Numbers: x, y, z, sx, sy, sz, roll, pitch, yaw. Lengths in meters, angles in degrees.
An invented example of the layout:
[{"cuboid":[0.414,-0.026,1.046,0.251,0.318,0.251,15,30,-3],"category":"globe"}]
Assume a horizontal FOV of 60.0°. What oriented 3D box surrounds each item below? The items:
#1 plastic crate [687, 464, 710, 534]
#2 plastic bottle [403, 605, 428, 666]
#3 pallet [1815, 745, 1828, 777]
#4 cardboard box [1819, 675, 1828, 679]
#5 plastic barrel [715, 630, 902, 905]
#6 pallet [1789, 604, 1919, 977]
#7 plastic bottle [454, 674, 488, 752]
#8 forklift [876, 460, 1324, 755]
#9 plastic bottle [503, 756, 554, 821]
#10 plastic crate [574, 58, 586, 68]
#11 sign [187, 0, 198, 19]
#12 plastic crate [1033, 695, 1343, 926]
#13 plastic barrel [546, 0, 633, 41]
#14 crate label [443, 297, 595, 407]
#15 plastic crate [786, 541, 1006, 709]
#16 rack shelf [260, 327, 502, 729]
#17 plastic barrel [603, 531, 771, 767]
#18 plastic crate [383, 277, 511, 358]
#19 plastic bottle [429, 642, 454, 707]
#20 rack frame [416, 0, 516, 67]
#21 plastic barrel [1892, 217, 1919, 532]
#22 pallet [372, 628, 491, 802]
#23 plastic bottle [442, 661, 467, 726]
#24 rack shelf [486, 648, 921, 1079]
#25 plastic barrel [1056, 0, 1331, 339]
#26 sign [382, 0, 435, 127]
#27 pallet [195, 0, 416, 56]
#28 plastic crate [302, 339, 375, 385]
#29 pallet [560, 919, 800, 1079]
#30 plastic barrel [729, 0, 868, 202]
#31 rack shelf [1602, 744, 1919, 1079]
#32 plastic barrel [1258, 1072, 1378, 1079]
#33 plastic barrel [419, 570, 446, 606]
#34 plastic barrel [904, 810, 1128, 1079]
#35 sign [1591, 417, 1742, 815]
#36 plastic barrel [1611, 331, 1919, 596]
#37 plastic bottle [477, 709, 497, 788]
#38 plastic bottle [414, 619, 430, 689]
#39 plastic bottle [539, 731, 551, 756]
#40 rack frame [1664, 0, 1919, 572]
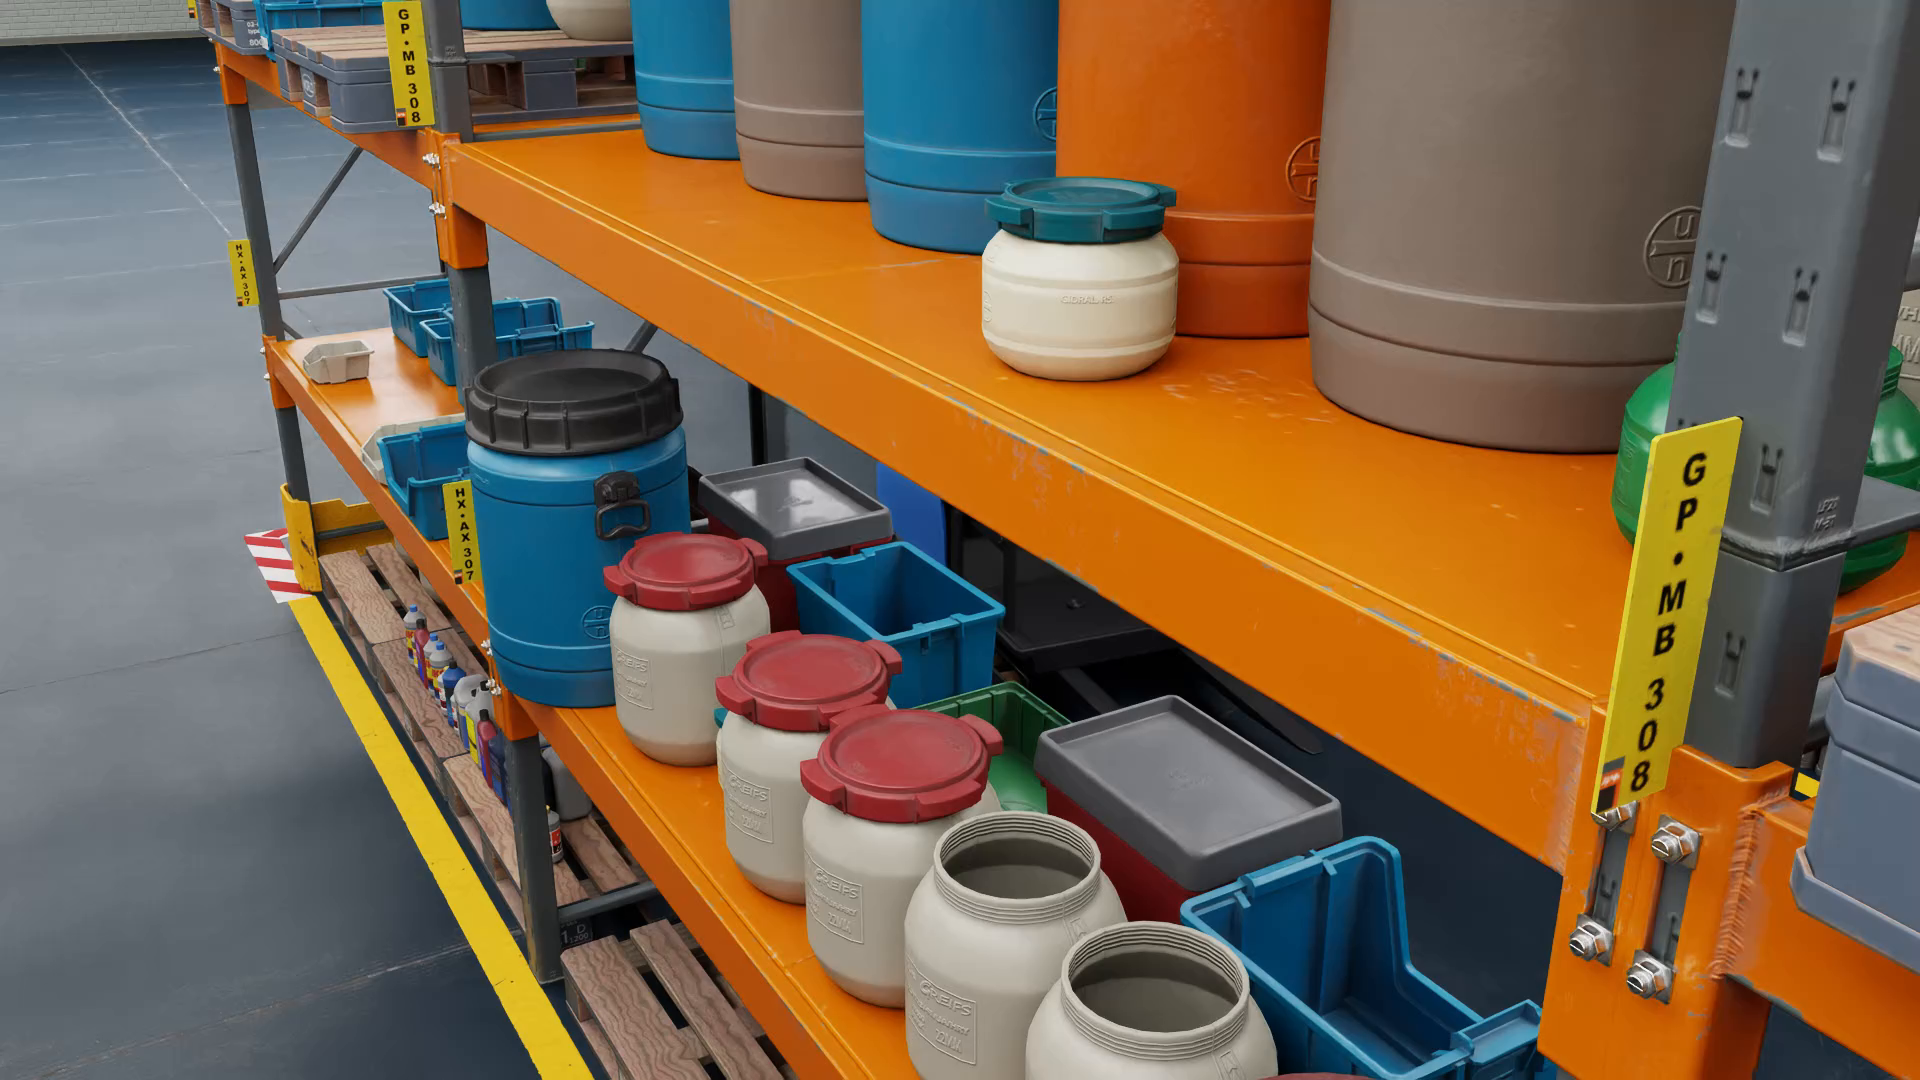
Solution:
[{"cuboid":[-1.171,-0.162,5.809,0.767,0.338,0.504,-13,25,-28],"category":"plastic crate"},{"cuboid":[-2.398,0.415,7.345,0.097,0.271,0.097,0,22,0],"category":"plastic bottle"},{"cuboid":[4.284,0.970,6.645,1.003,0.211,1.213,-13,25,-28],"category":"pallet"},{"cuboid":[3.767,0.642,6.842,0.500,0.250,0.500,-13,26,-30],"category":"cardboard box"},{"cuboid":[-0.338,0.530,3.844,0.433,0.535,0.433,0,22,0],"category":"plastic barrel"},{"cuboid":[1.337,0.262,0.950,1.003,0.211,1.213,-13,25,-28],"category":"pallet"},{"cuboid":[-1.933,0.688,6.668,0.152,0.276,0.135,-12,25,-27],"category":"plastic bottle"},{"cuboid":[0.573,-0.786,7.353,1.130,2.935,3.031,-9,24,-21],"category":"forklift"},{"cuboid":[-1.590,0.873,6.113,0.144,0.351,0.185,-13,26,-30],"category":"plastic bottle"},{"cuboid":[-1.585,-1.851,6.181,0.336,0.188,0.450,-13,25,-28],"category":"plastic crate"},{"cuboid":[-3.532,-2.581,7.682,0.100,0.325,0.005,-13,25,-28],"category":"sign"},{"cuboid":[0.468,0.686,3.554,0.402,0.464,0.583,-13,25,-28],"category":"plastic crate"},{"cuboid":[-1.064,-1.810,5.091,0.421,0.512,0.421,0,22,0],"category":"plastic barrel"},{"cuboid":[-1.884,-0.764,7.161,0.502,0.435,0.616,-13,25,-28],"category":"crate label"},{"cuboid":[-0.182,0.308,4.592,0.392,0.384,0.575,-13,25,-28],"category":"plastic crate"},{"cuboid":[-2.035,-0.311,7.048,1.077,0.370,4.000,-13,25,-28],"category":"rack shelf"},{"cuboid":[-0.713,0.292,4.429,0.433,0.535,0.433,0,22,0],"category":"plastic barrel"},{"cuboid":[-2.544,-1.118,8.277,0.499,0.251,0.616,-13,25,-28],"category":"plastic crate"},{"cuboid":[-2.172,0.559,6.993,0.097,0.271,0.097,0,22,0],"category":"plastic bottle"},{"cuboid":[-1.013,-2.776,4.190,1.000,3.000,0.127,-13,25,-28],"category":"rack frame"},{"cuboid":[1.135,-0.303,1.941,0.421,0.512,0.421,0,22,0],"category":"plastic barrel"},{"cuboid":[-1.948,0.674,7.372,1.003,0.211,1.213,-13,25,-28],"category":"pallet"},{"cuboid":[-2.069,0.624,6.831,0.097,0.271,0.097,0,22,0],"category":"plastic bottle"},{"cuboid":[0.008,0.984,3.863,1.077,0.370,4.000,-13,25,-28],"category":"rack shelf"},{"cuboid":[0.463,-0.810,2.766,0.600,0.830,0.708,-13,25,-28],"category":"plastic barrel"},{"cuboid":[-1.492,-1.288,4.502,0.100,0.325,0.005,-13,25,-28],"category":"sign"},{"cuboid":[-2.718,-2.307,7.271,1.003,0.211,1.213,-13,25,-28],"category":"pallet"},{"cuboid":[-2.876,-0.818,7.690,0.298,0.136,0.250,-13,25,-28],"category":"plastic crate"},{"cuboid":[-0.579,1.542,5.238,1.003,0.211,1.213,-13,25,-28],"category":"pallet"},{"cuboid":[-0.233,-1.284,3.838,0.600,0.901,0.600,0,22,0],"category":"plastic barrel"},{"cuboid":[2.052,0.889,0.112,1.077,0.370,4.000,-13,25,-28],"category":"rack shelf"},{"cuboid":[0.532,1.143,2.335,0.600,0.536,0.708,-13,25,-28],"category":"plastic barrel"},{"cuboid":[-2.399,0.027,8.008,0.421,0.512,0.421,0,22,0],"category":"plastic barrel"},{"cuboid":[0.106,0.818,3.167,0.421,0.512,0.421,0,22,0],"category":"plastic barrel"},{"cuboid":[0.561,0.065,1.323,0.100,0.325,0.005,-13,25,-28],"category":"sign"},{"cuboid":[0.860,-0.090,1.771,0.294,0.245,0.294,0,22,0],"category":"plastic barrel"},{"cuboid":[-1.807,0.798,6.388,0.061,0.283,0.133,-11,24,-25],"category":"plastic bottle"},{"cuboid":[-2.298,0.487,7.154,0.061,0.283,0.133,-12,25,-27],"category":"plastic bottle"},{"cuboid":[-1.574,0.809,6.370,0.152,0.276,0.135,-13,25,-28],"category":"plastic bottle"},{"cuboid":[1.030,-1.481,1.005,1.000,3.000,0.127,-13,25,-28],"category":"rack frame"}]
